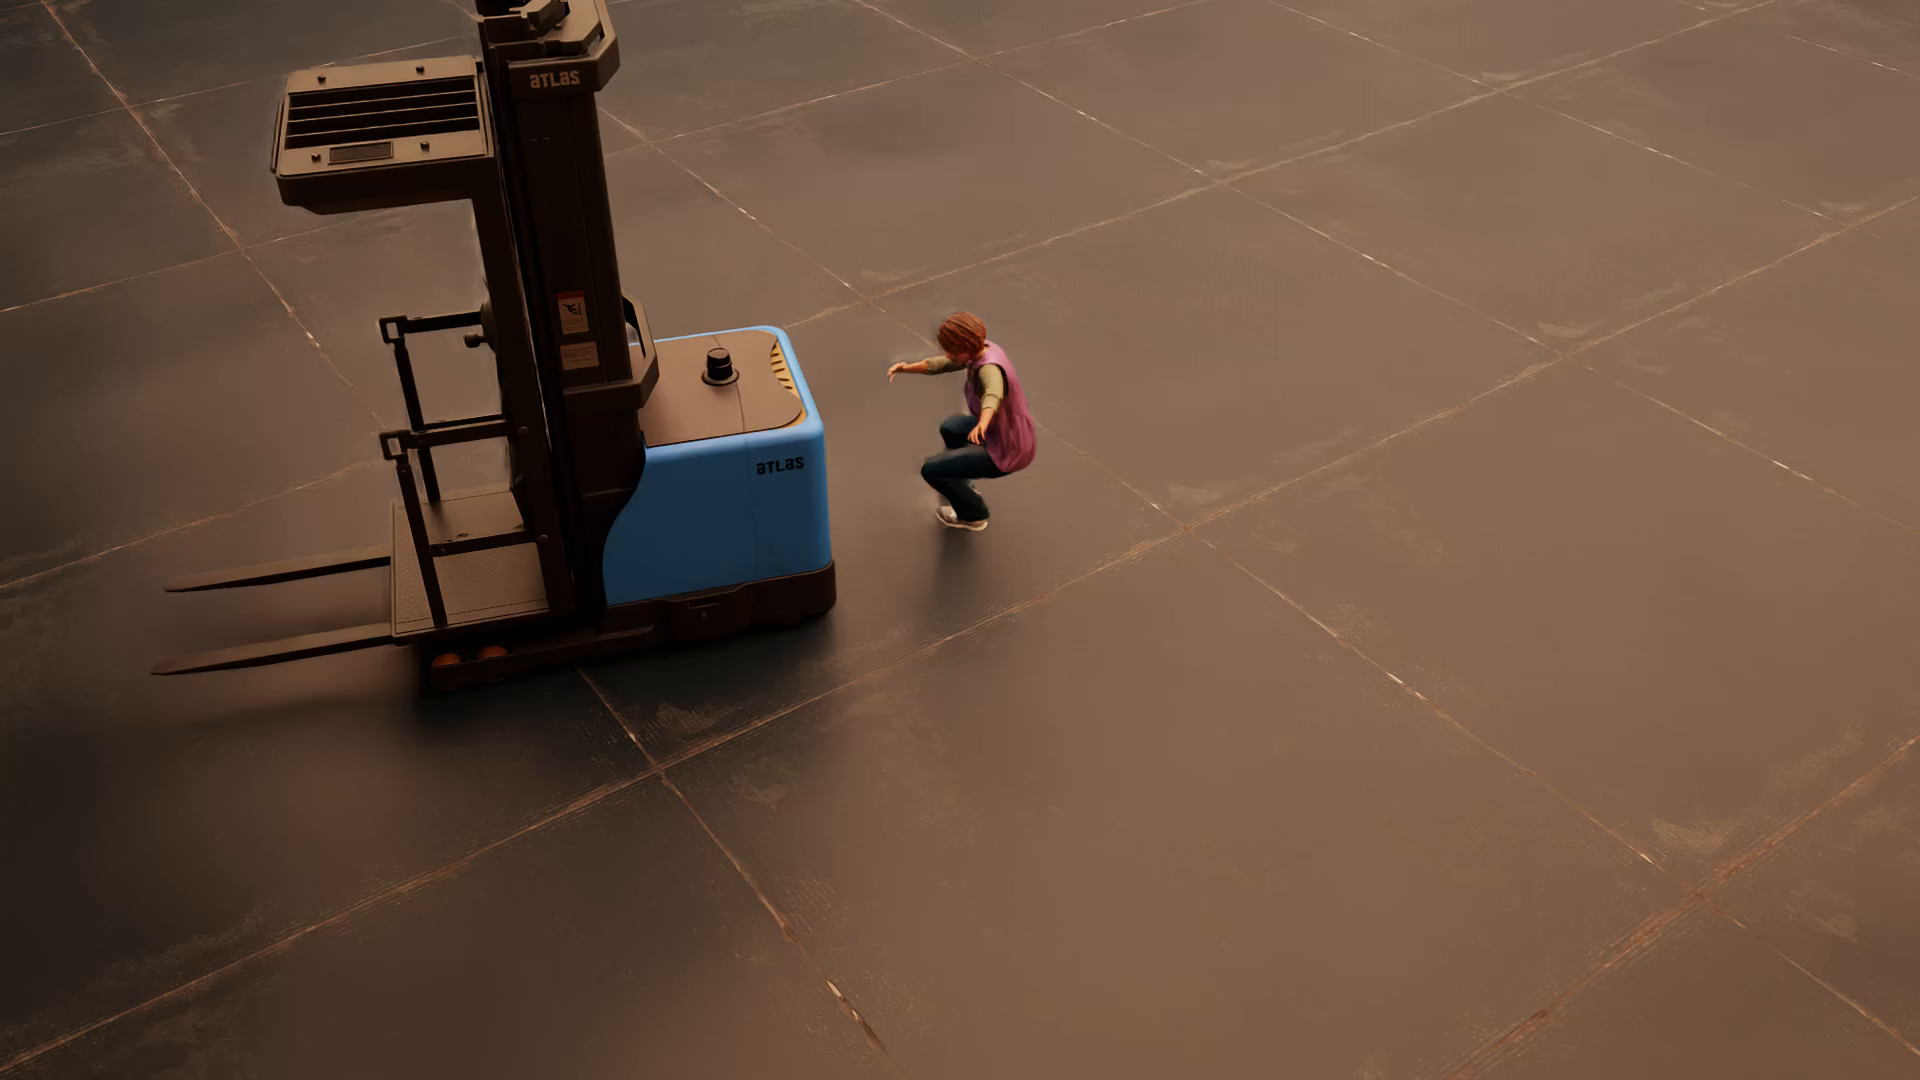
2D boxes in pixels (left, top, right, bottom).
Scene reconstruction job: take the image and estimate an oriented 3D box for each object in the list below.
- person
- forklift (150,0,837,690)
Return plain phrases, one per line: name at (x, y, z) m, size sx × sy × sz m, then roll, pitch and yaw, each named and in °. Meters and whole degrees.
person at (0.015, -0.449, 7.944) m, size 0.704 × 1.306 × 1.380 m, roll -1°, pitch 36°, yaw -2°
forklift at (-2.163, -0.851, 7.096) m, size 3.031 × 2.935 × 1.130 m, roll -10°, pitch 38°, yaw -13°
